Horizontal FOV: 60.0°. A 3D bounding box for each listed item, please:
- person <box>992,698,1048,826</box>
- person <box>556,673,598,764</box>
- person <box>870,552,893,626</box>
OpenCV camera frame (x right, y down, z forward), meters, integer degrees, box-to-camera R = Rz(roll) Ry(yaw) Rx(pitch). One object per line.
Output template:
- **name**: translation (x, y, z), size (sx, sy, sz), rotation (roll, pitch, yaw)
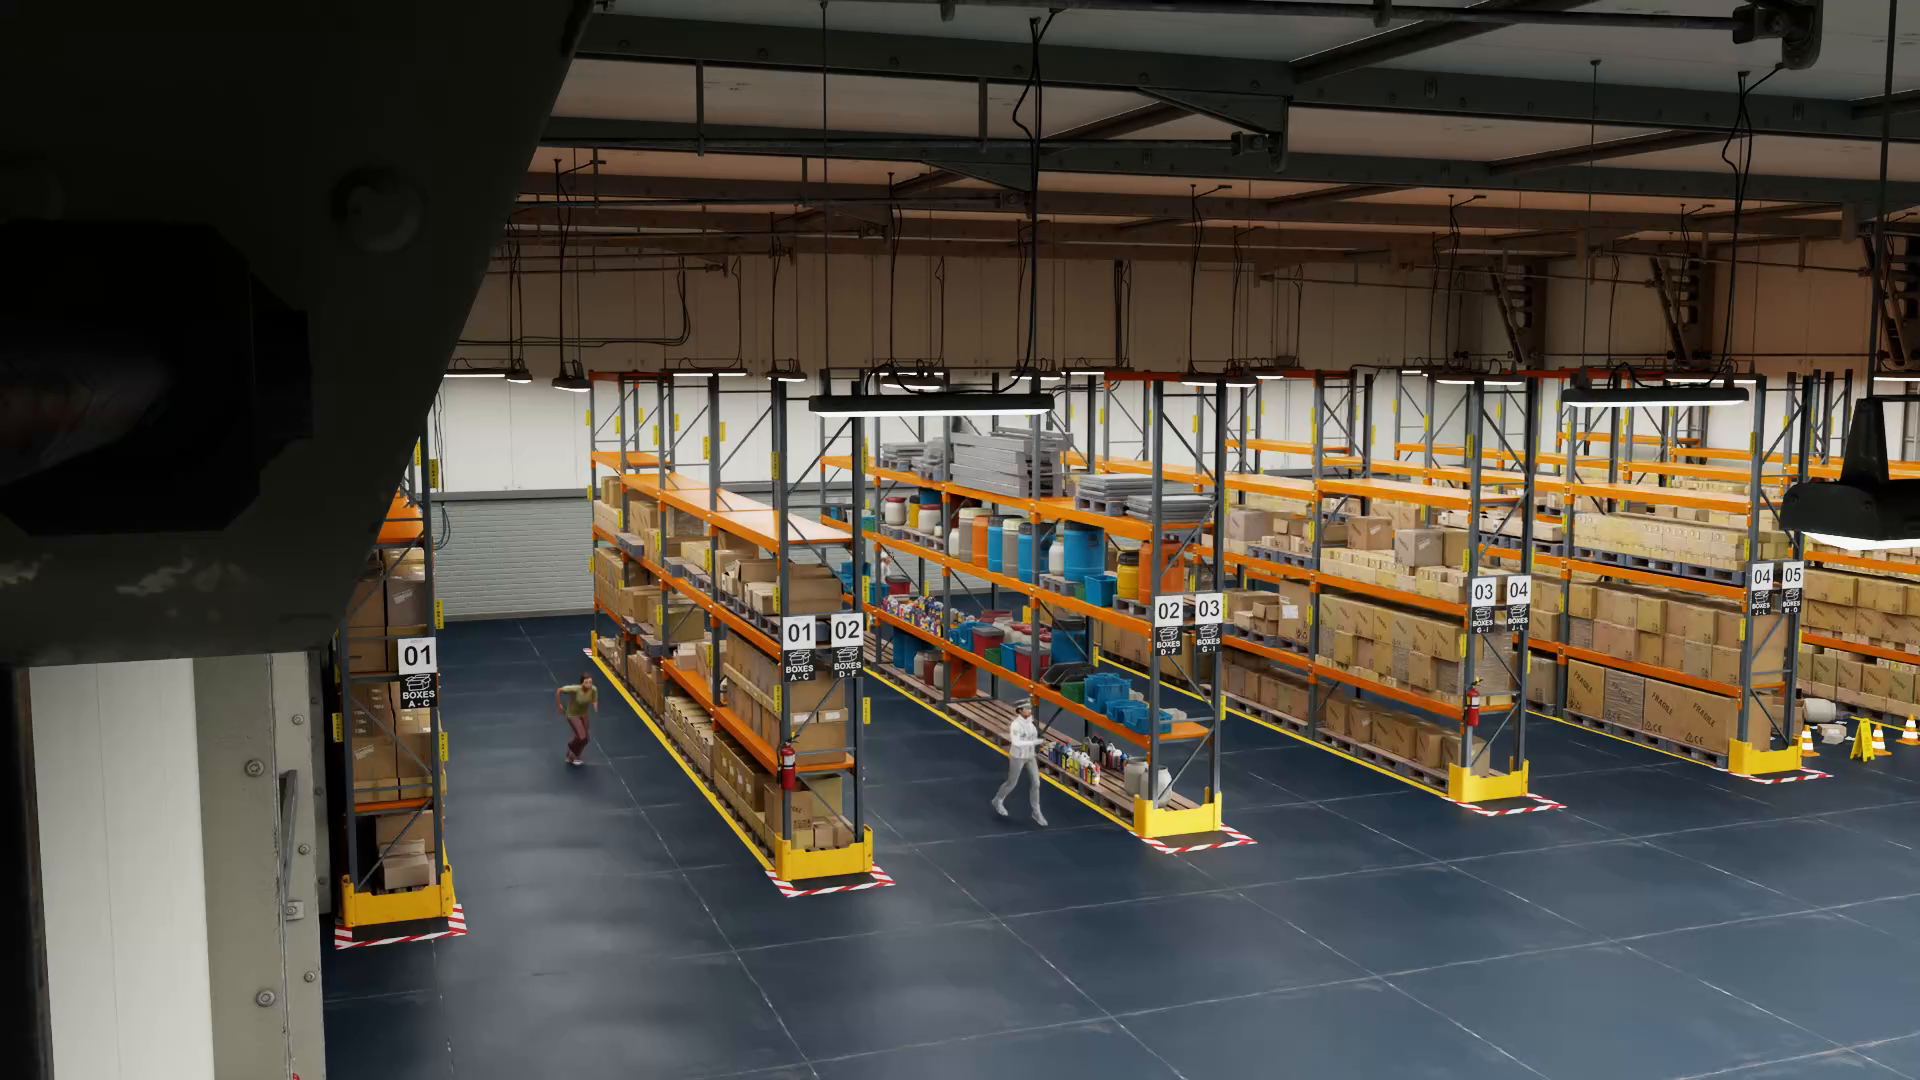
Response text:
- **person**: translation (0.815, 2.964, 22.516), size (0.883, 1.720, 0.589), rotation (6, 8, 41)
- **person**: translation (-5.858, 2.747, 25.489), size (0.605, 1.503, 0.806), rotation (-6, 9, -41)
- **person**: translation (-1.778, 1.154, 38.700), size (0.766, 1.775, 0.898), rotation (0, 6, -1)
